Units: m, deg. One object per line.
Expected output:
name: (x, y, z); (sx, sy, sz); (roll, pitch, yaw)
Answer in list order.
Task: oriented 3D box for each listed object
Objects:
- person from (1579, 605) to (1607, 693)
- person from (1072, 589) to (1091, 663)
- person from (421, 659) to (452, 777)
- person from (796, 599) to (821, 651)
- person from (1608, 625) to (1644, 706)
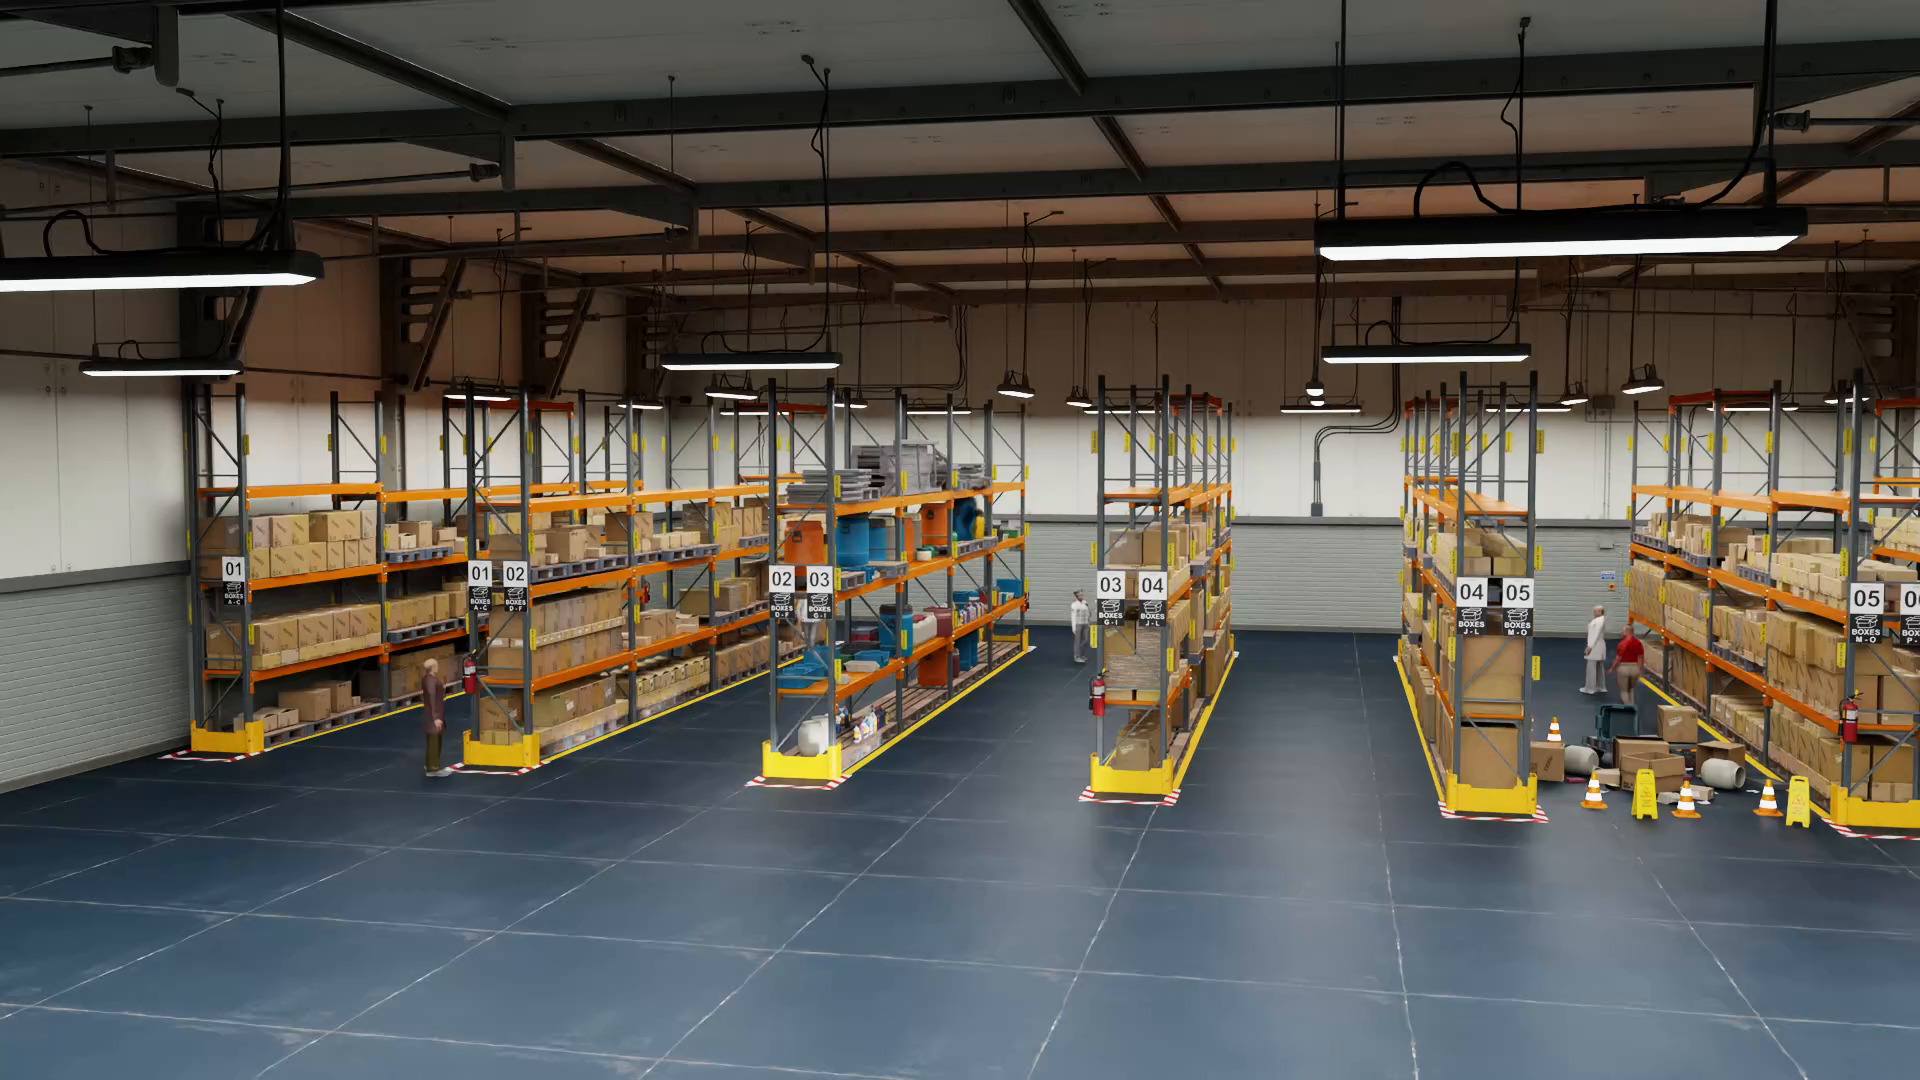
person: (12.793, 2.201, 33.554); (0.659, 1.784, 0.473); (-3, 5, -44)
person: (2.782, 1.970, 38.350); (0.534, 1.687, 0.397); (-2, 4, -33)
person: (-7.921, 2.696, 25.124); (0.454, 1.821, 0.649); (-1, 3, -11)
person: (-3.291, 1.780, 36.113); (0.530, 1.778, 0.760); (0, 3, -3)
person: (12.094, 2.424, 30.135); (0.604, 1.771, 0.596); (0, 3, -3)
